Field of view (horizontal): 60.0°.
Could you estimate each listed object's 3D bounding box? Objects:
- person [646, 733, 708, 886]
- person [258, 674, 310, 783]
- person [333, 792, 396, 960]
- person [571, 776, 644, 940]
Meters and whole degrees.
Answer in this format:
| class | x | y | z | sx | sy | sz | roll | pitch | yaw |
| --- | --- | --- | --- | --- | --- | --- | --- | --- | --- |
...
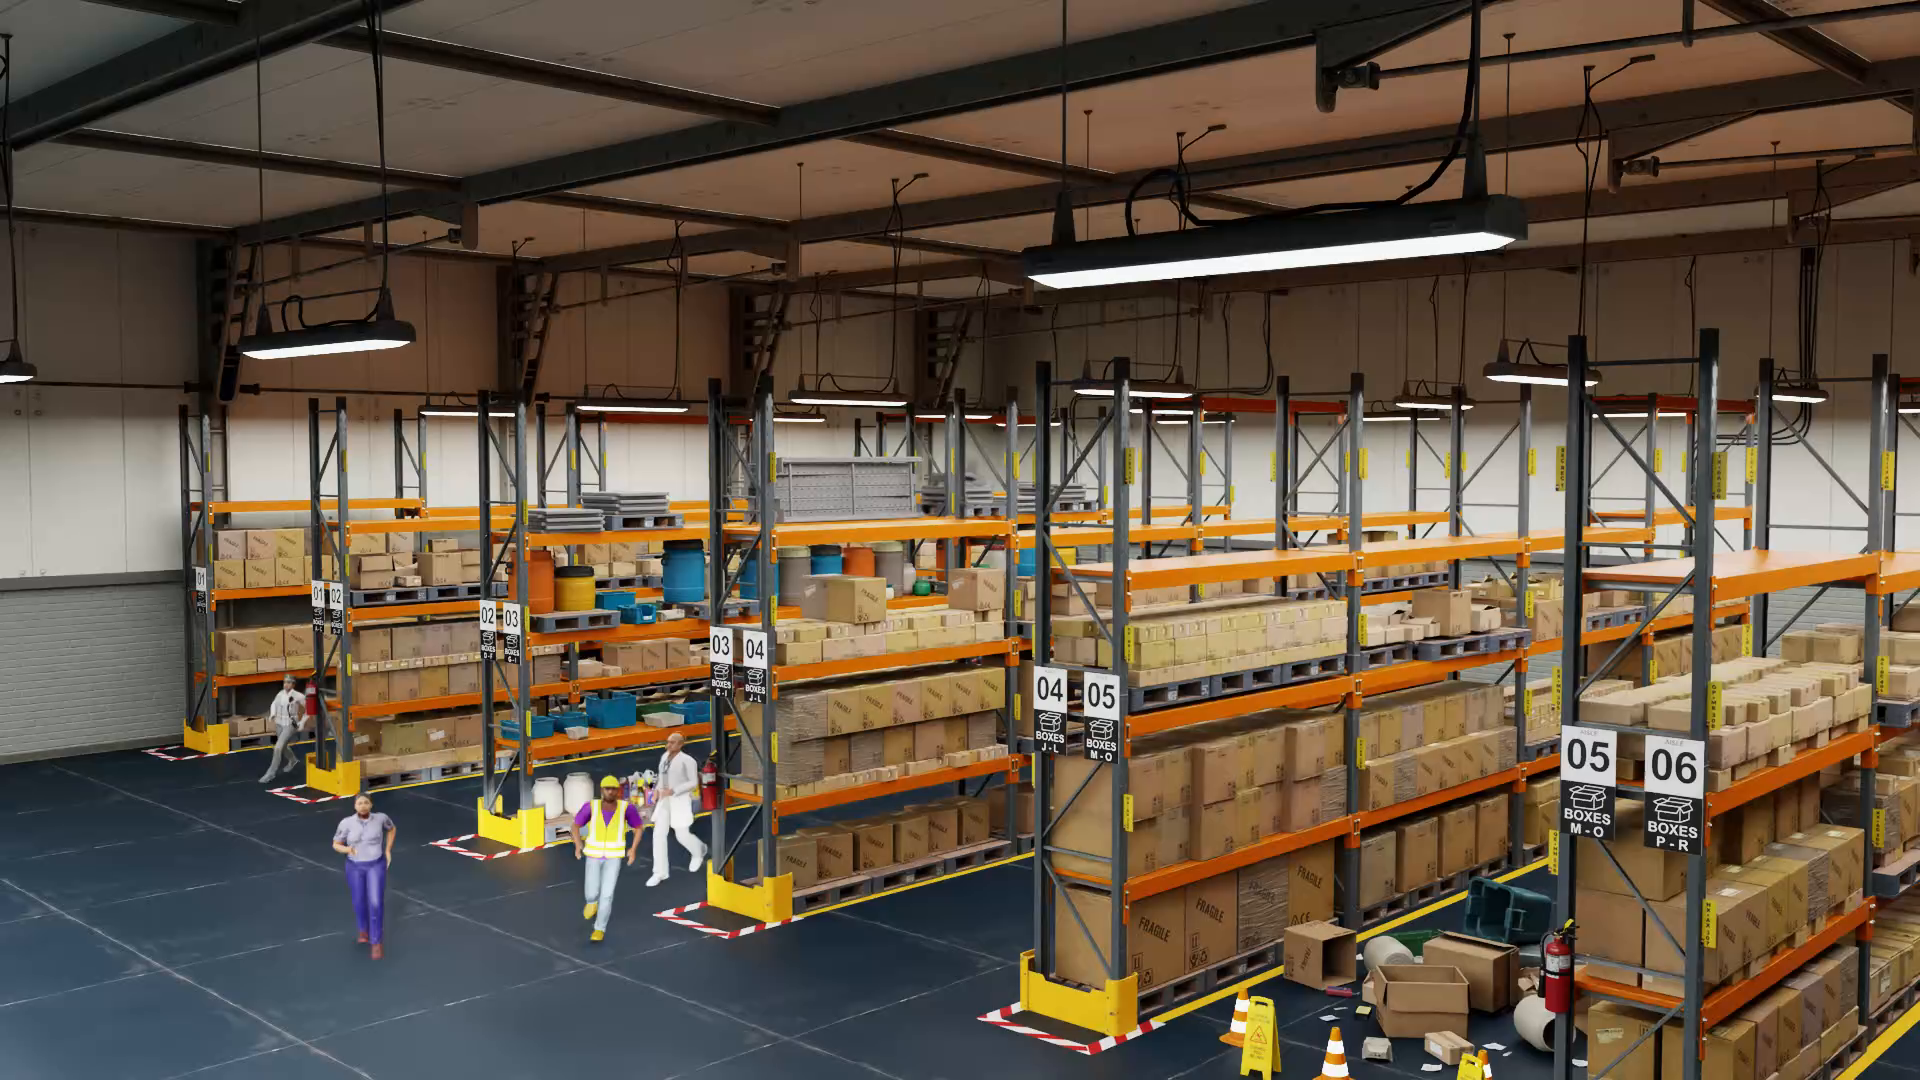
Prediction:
| class | x | y | z | sx | sy | sz | roll | pitch | yaw |
| --- | --- | --- | --- | --- | --- | --- | --- | --- | --- |
| person | -3.427 | 3.207 | 20.075 | 0.722 | 1.779 | 0.993 | 2 | 3 | 30 |
| person | -10.626 | 2.937 | 26.243 | 0.674 | 1.673 | 0.920 | 1 | 3 | 22 |
| person | -6.149 | 3.445 | 17.173 | 0.594 | 1.711 | 0.761 | -1 | 3 | -13 |
| person | -3.778 | 3.376 | 17.828 | 0.760 | 1.724 | 0.746 | -1 | 3 | -10 |
